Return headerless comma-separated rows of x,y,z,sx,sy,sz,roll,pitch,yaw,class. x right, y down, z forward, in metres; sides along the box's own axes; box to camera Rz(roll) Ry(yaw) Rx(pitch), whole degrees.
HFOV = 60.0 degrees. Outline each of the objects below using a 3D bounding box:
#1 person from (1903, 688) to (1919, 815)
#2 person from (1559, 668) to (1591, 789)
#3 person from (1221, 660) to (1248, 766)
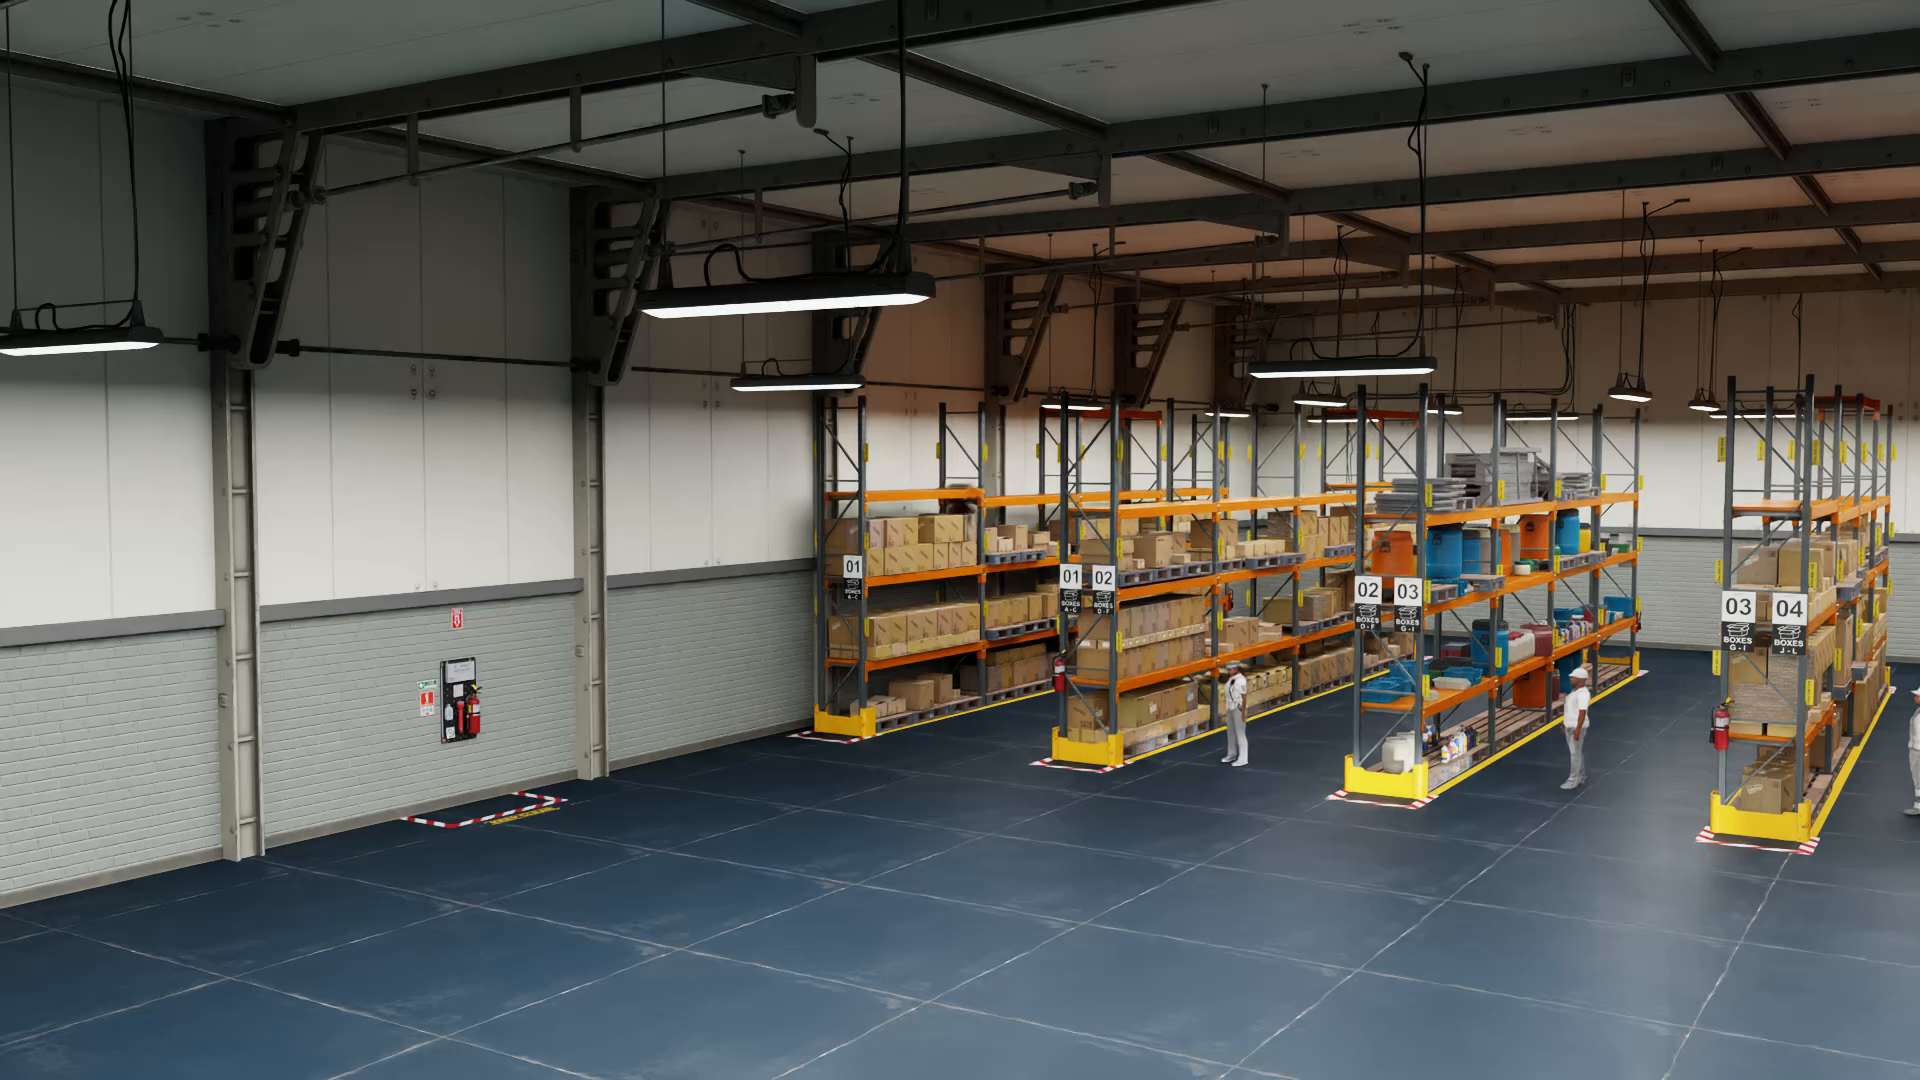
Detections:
13.195,2.915,22.796,0.385,1.829,0.536,0,3,-6,person
9.198,2.813,24.949,0.559,1.781,0.578,0,3,-8,person
4.429,2.766,26.749,0.365,1.663,0.546,-1,3,-16,person
